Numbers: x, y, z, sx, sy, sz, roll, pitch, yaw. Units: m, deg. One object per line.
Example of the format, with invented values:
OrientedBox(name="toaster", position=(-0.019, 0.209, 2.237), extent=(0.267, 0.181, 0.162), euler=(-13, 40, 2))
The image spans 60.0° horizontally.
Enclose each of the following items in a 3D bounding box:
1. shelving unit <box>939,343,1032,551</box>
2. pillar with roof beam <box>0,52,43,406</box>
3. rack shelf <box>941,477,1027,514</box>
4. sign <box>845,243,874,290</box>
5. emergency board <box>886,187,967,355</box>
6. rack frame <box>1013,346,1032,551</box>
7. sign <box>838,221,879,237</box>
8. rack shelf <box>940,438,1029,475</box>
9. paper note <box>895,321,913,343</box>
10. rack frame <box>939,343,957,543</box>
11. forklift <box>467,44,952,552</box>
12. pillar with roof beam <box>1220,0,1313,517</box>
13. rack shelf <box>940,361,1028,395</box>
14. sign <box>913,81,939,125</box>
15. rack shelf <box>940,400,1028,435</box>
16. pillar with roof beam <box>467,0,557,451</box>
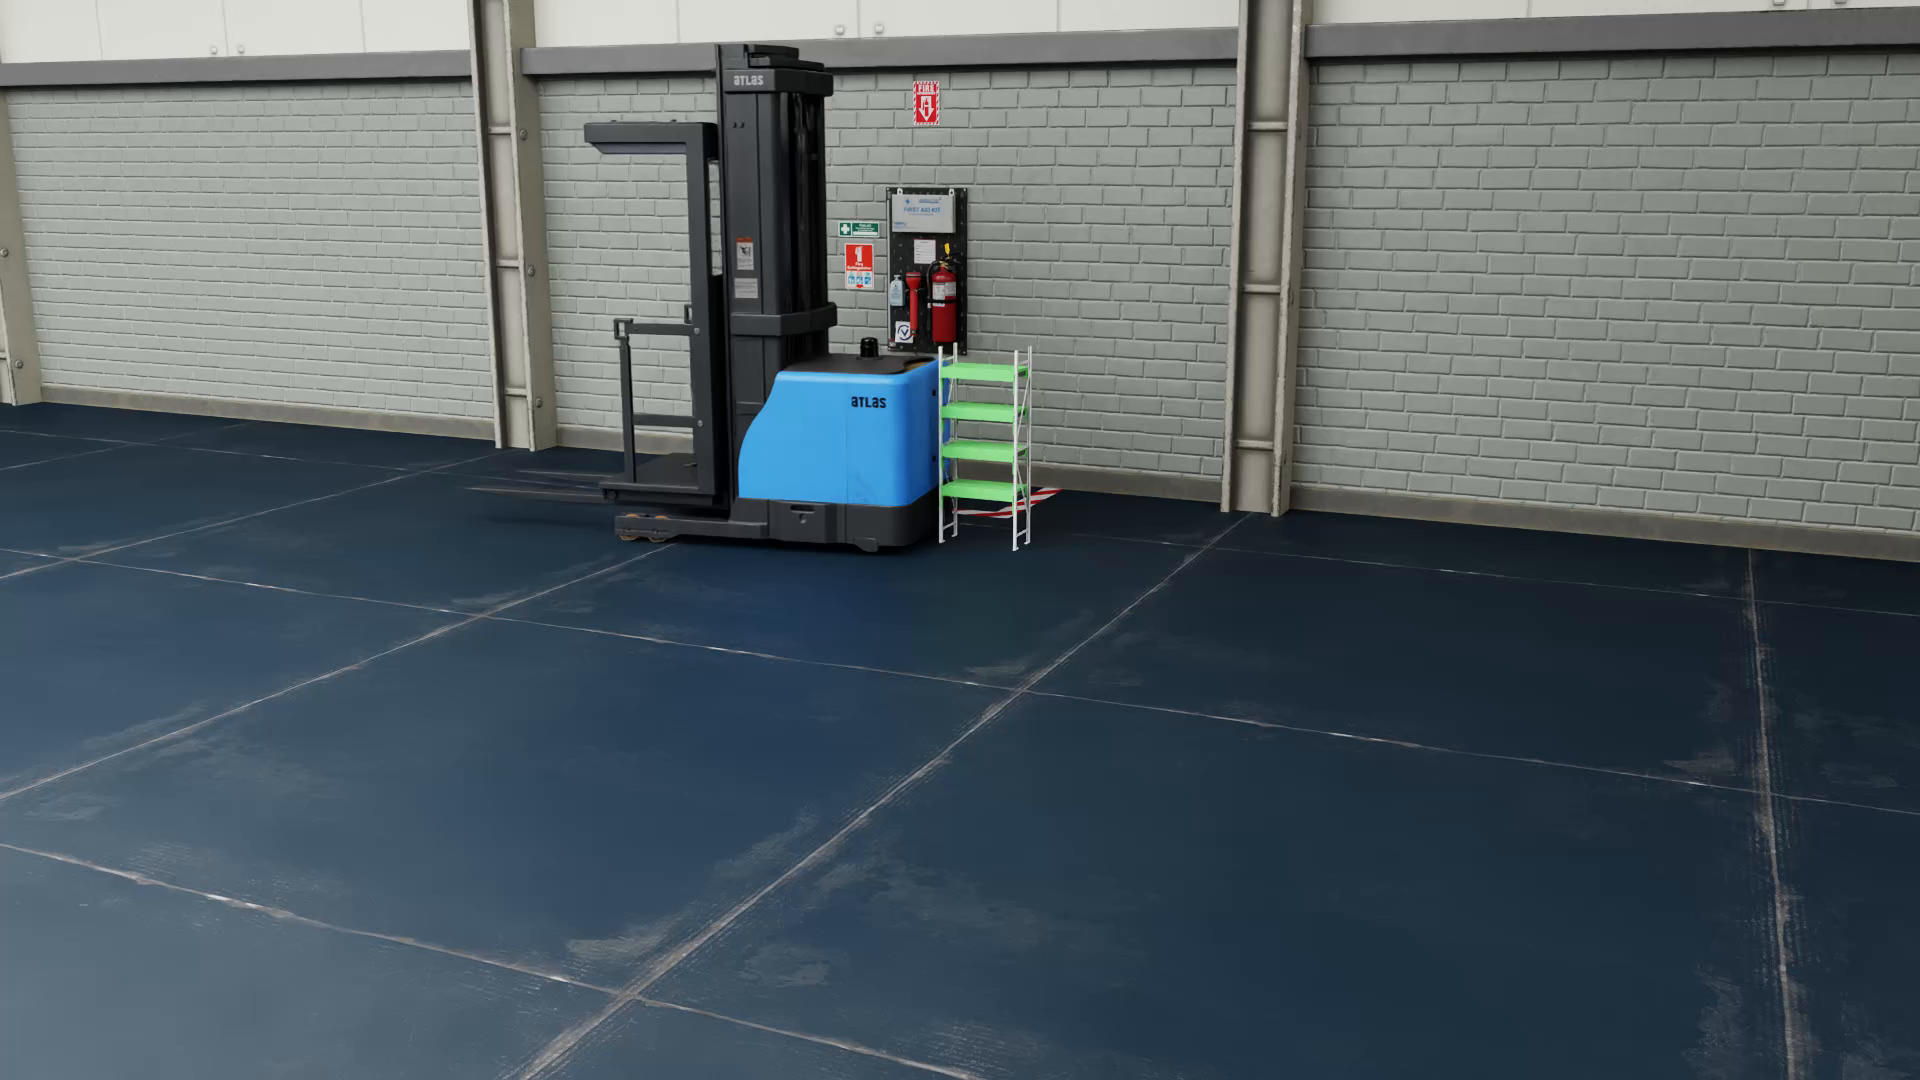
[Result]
OrientedBox(name="shelving unit", position=(0.151, -0.569, 10.052), extent=(0.503, 1.200, 0.258), euler=(6, 14, 23))
OrientedBox(name="pillar with roof beam", position=(-10.740, -4.796, 10.995), extent=(0.400, 9.000, 9.100), euler=(6, 14, 23))
OrientedBox(name="rack shelf", position=(0.151, -0.273, 10.122), extent=(0.480, 0.148, 0.258), euler=(6, 14, 23))
OrientedBox(name="sign", position=(-0.732, -1.991, 12.094), extent=(0.234, 0.329, 0.001), euler=(6, 14, 23))
OrientedBox(name="emergency board", position=(-0.269, -1.901, 11.788), extent=(0.643, 1.169, 0.194), euler=(6, 14, 23))
OrientedBox(name="rack frame", position=(0.374, -0.546, 9.956), extent=(0.015, 1.200, 0.240), euler=(6, 14, 23))
OrientedBox(name="sign", position=(-0.732, -2.246, 12.024), extent=(0.331, 0.109, 0.001), euler=(6, 14, 23))
OrientedBox(name="rack shelf", position=(0.151, -0.507, 10.067), extent=(0.480, 0.148, 0.258), euler=(6, 14, 23))
OrientedBox(name="paper note", position=(-0.402, -1.503, 12.020), extent=(0.142, 0.148, 0.016), euler=(6, 14, 23))
OrientedBox(name="rack frame", position=(-0.072, -0.591, 10.149), extent=(0.015, 1.200, 0.240), euler=(6, 14, 23))
OrientedBox(name="forklift", position=(-1.624, -1.520, 10.318), extent=(3.031, 2.935, 1.130), euler=(4, 14, 15))
OrientedBox(name="pillar with roof beam", position=(0.232, -3.685, 6.263), extent=(0.400, 9.000, 9.100), euler=(6, 14, 23))
OrientedBox(name="rack shelf", position=(0.151, -0.974, 9.957), extent=(0.480, 0.148, 0.258), euler=(6, 14, 23))
OrientedBox(name="sign", position=(-0.236, -3.051, 11.615), extent=(0.199, 0.298, 0.001), euler=(6, 14, 23))
OrientedBox(name="rack shelf", position=(0.151, -0.740, 10.012), extent=(0.480, 0.148, 0.258), euler=(6, 14, 23))
OrientedBox(name="pillar with roof beam", position=(-5.254, -4.241, 8.629), extent=(0.400, 9.000, 9.100), euler=(6, 14, 23))
